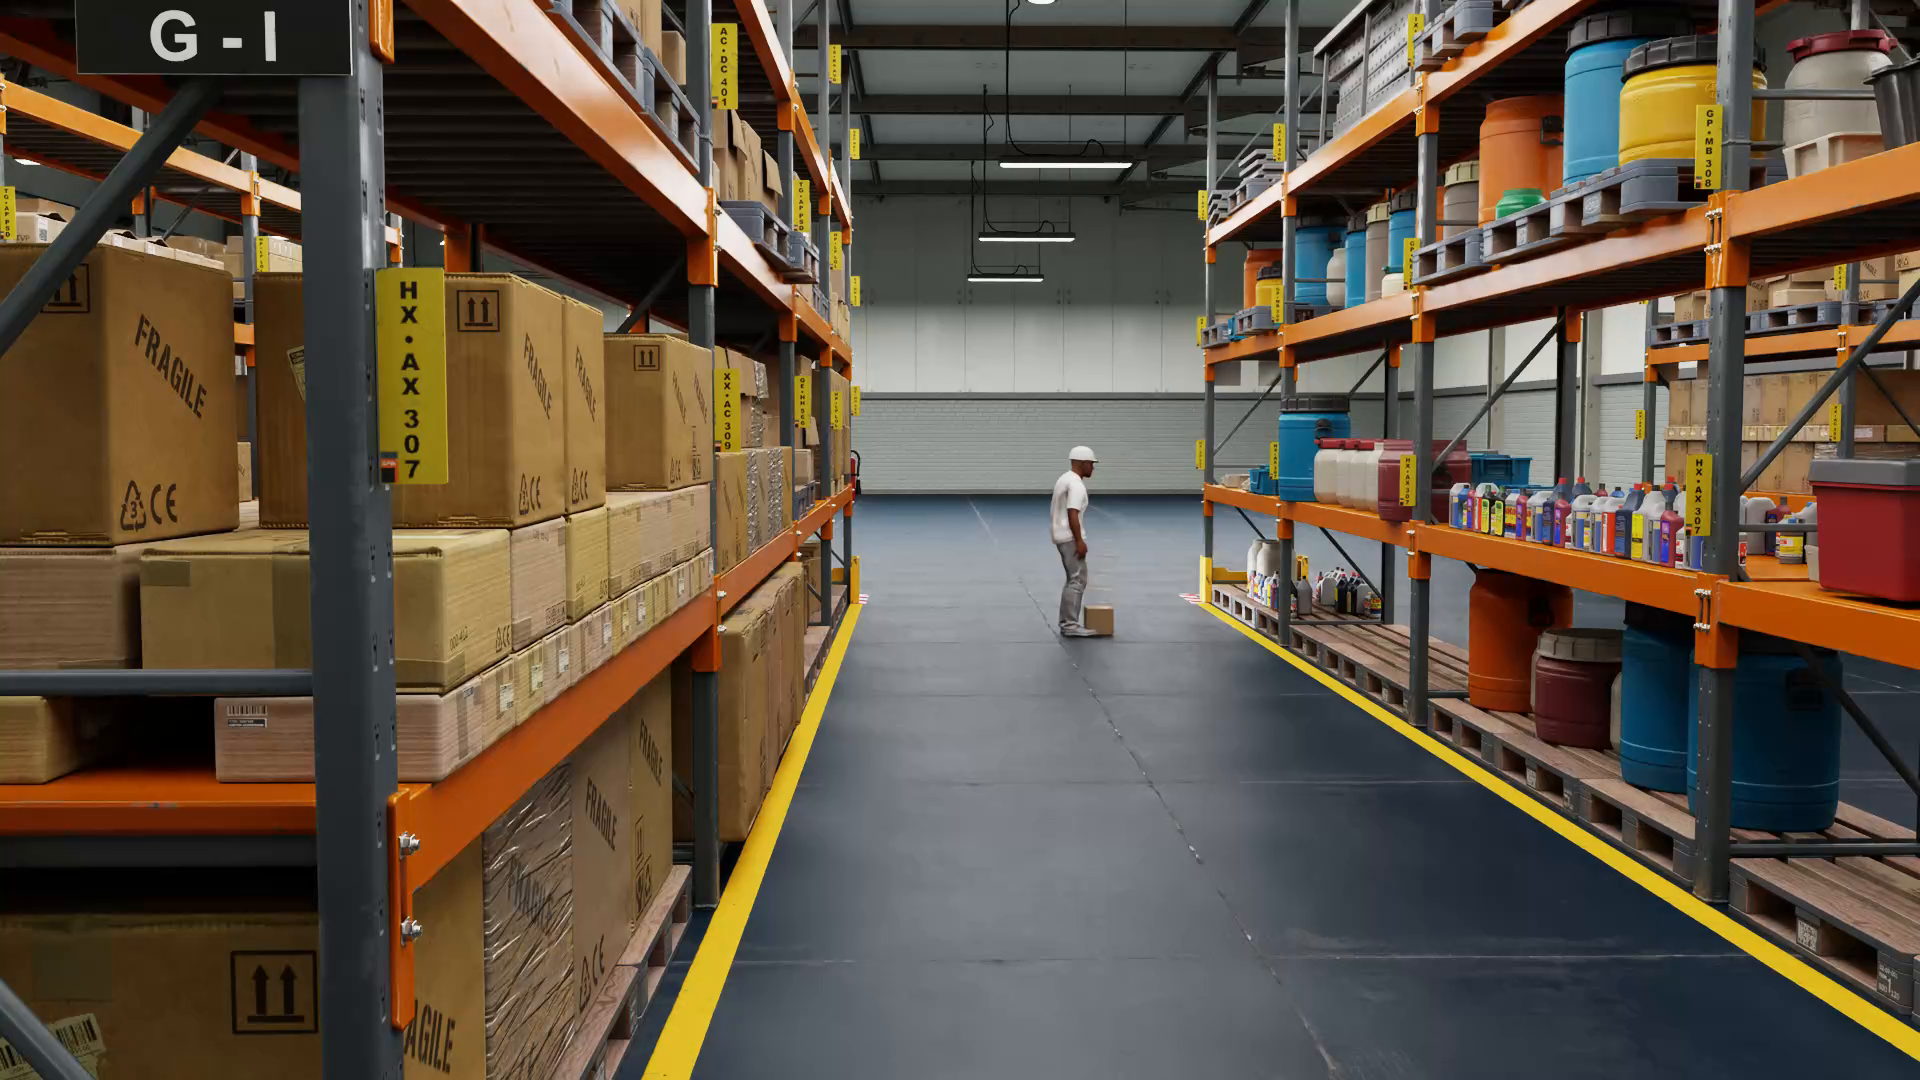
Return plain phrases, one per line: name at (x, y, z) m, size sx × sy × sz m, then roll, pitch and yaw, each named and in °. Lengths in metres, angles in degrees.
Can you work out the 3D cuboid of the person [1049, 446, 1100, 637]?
person at (1.076, 0.004, 15.544) m, size 0.463 × 1.759 × 0.627 m, roll 0°, pitch 4°, yaw -4°
